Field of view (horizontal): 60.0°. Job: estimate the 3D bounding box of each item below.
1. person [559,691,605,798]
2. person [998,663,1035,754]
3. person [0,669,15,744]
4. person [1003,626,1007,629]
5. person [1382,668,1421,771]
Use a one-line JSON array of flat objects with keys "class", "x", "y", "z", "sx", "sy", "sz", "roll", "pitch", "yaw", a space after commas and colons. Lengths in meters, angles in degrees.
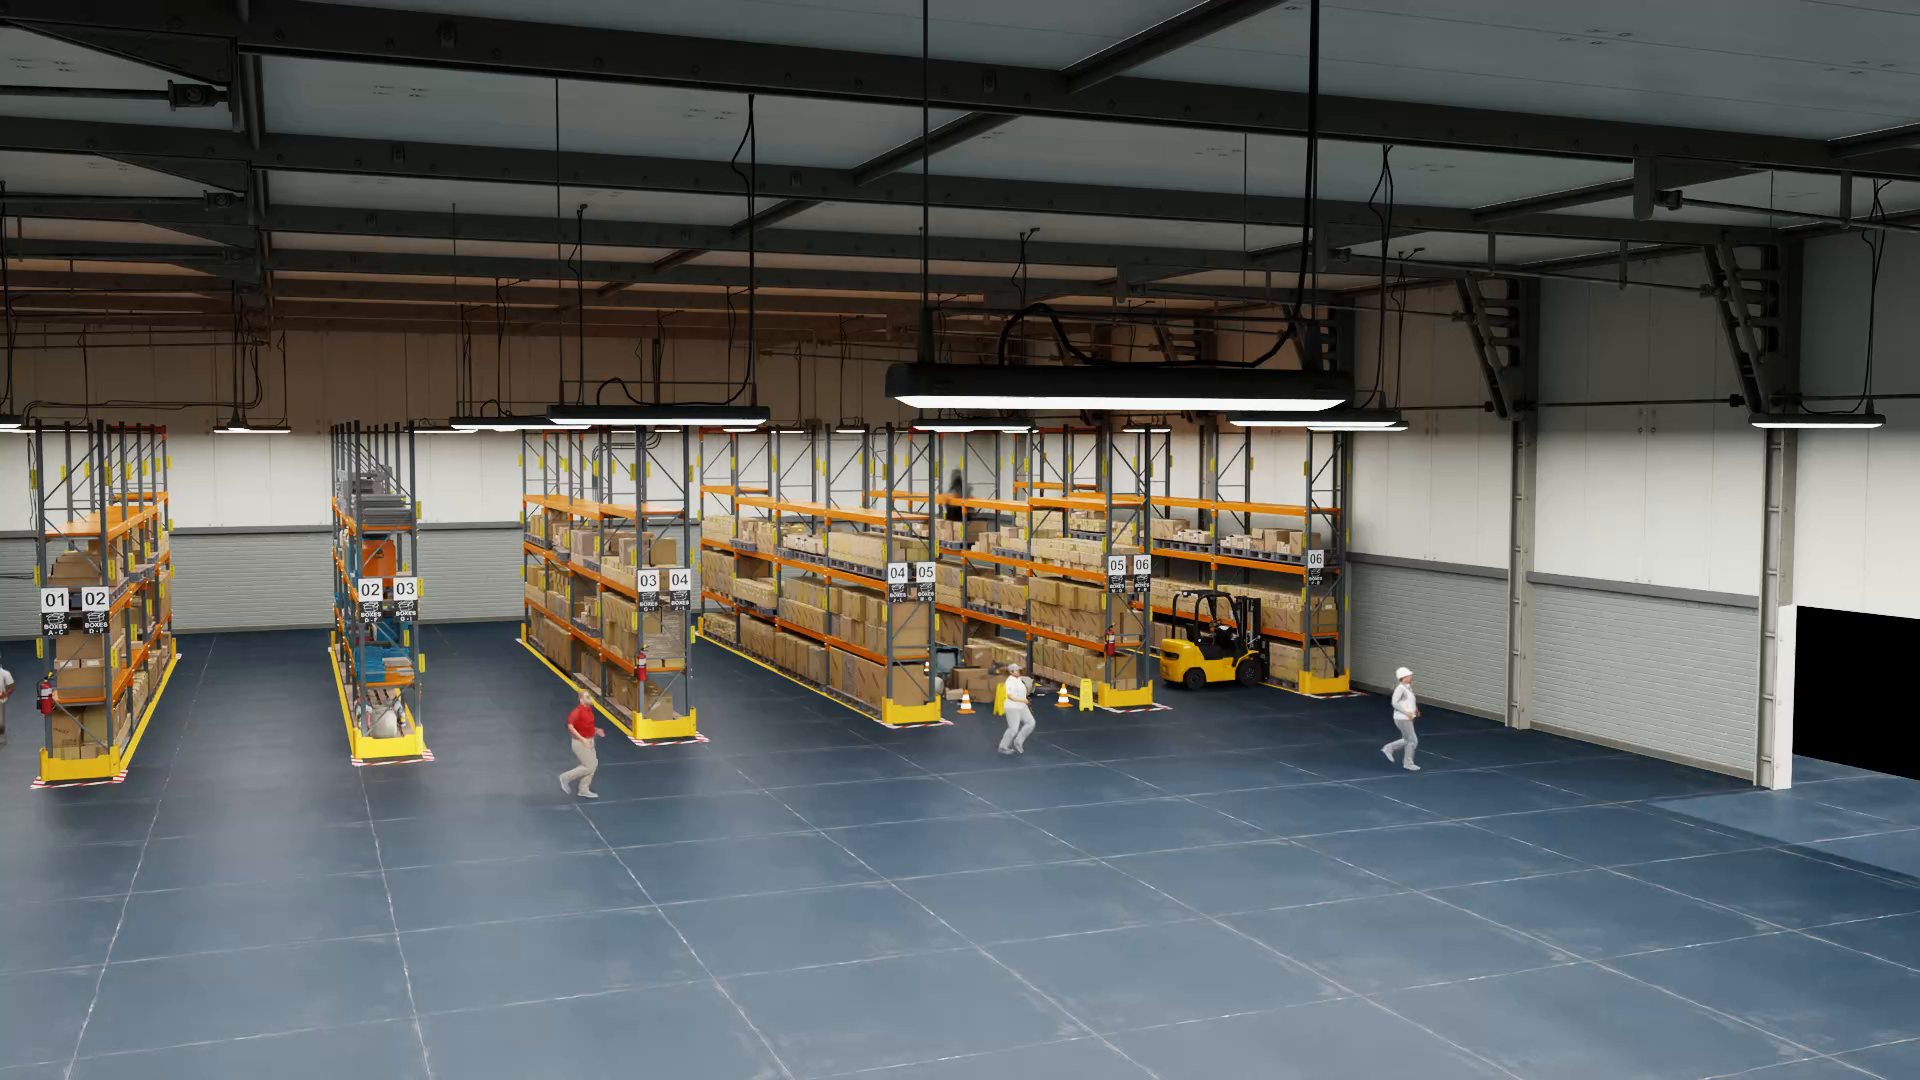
[{"class": "person", "x": -5.993, "y": 3.237, "z": 26.386, "sx": 0.650, "sy": 1.701, "sz": 0.655, "roll": 0, "pitch": 4, "yaw": 5}, {"class": "person", "x": 1.015, "y": 3.040, "z": 29.946, "sx": 0.653, "sy": 1.652, "sz": 0.614, "roll": 2, "pitch": 4, "yaw": 27}, {"class": "person", "x": -17.609, "y": 2.958, "z": 30.273, "sx": 0.707, "sy": 1.752, "sz": 0.777, "roll": -2, "pitch": 4, "yaw": -27}, {"class": "person", "x": 1.075, "y": 1.718, "z": 46.952, "sx": 0.514, "sy": 1.586, "sz": 0.828, "roll": -2, "pitch": 4, "yaw": -35}, {"class": "person", "x": 7.590, "y": 3.066, "z": 28.591, "sx": 0.687, "sy": 1.753, "sz": 0.670, "roll": 2, "pitch": 4, "yaw": 25}]
